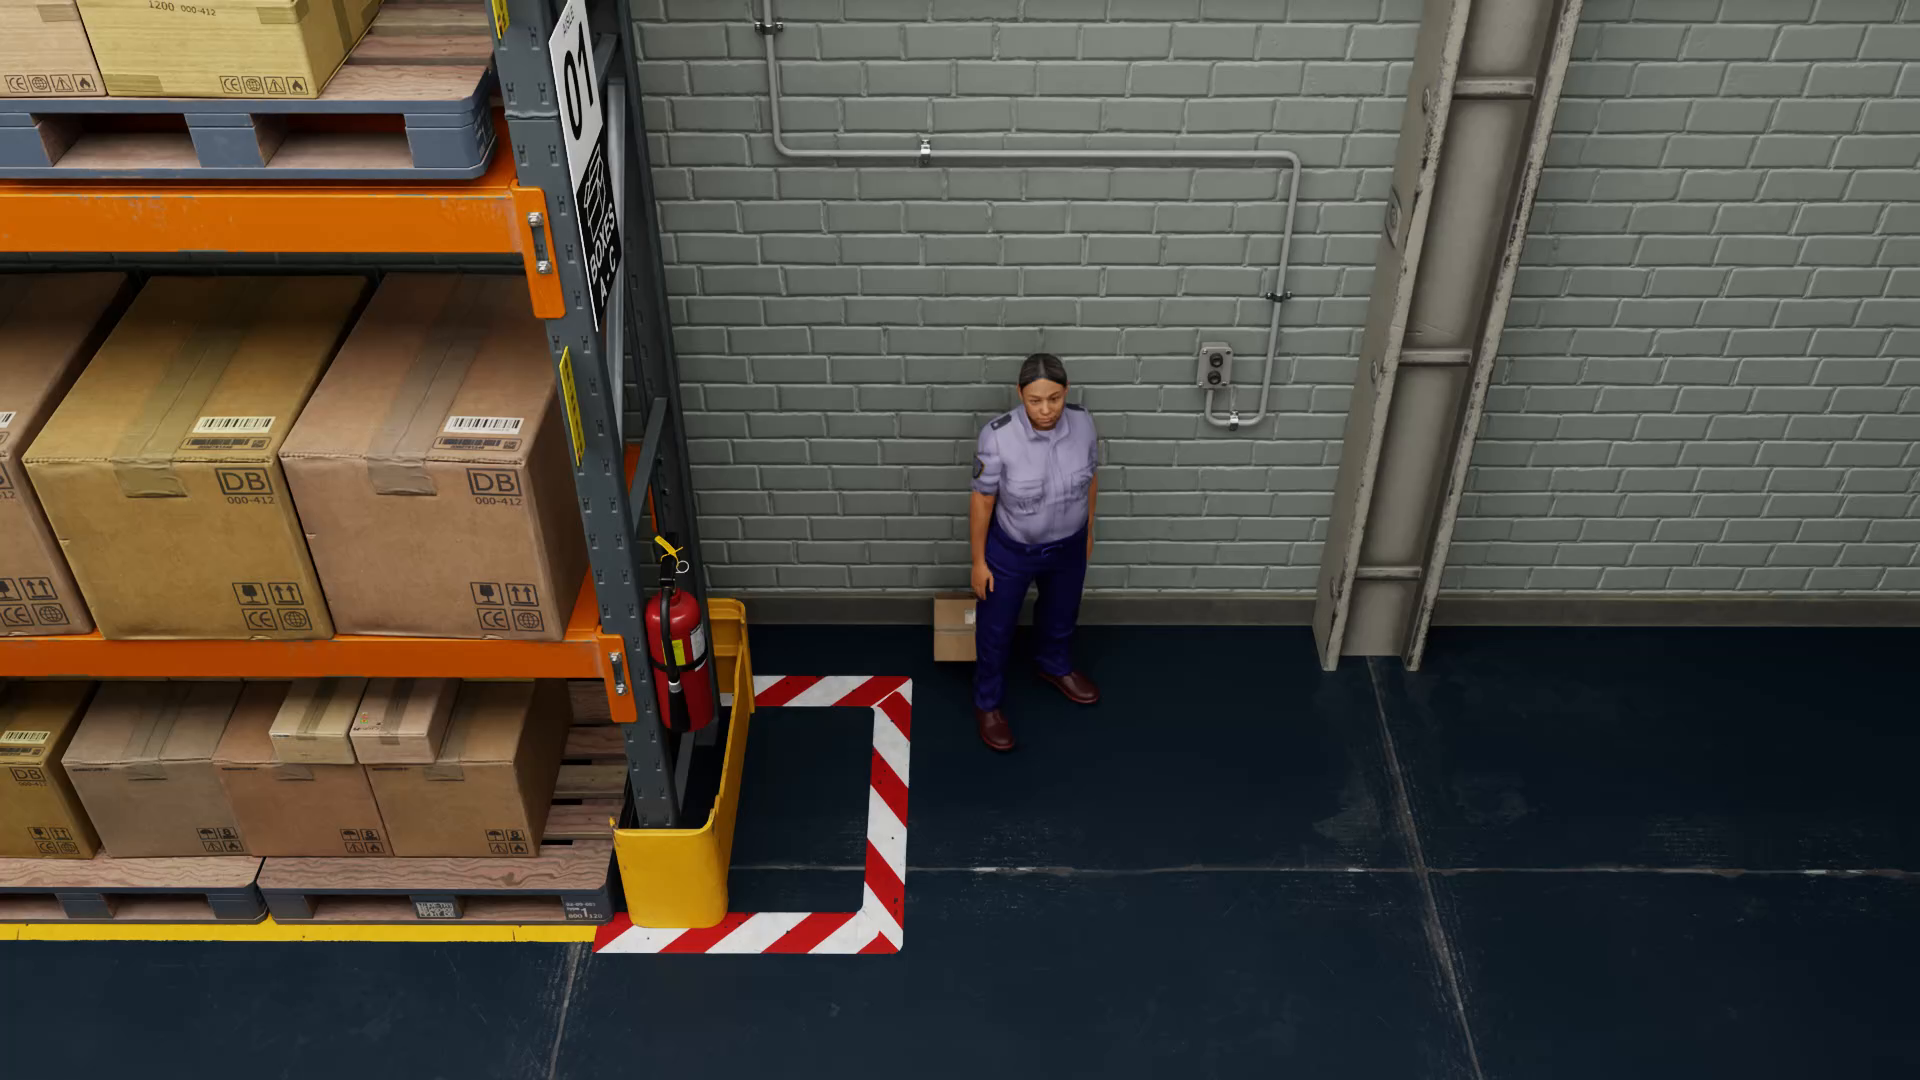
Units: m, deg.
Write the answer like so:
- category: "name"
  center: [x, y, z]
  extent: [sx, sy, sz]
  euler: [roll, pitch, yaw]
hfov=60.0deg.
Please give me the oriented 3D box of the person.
- category: "person"
  center: [0.290, 0.033, 6.097]
  extent: [0.551, 1.648, 0.390]
  euler: [-15, 42, -18]
